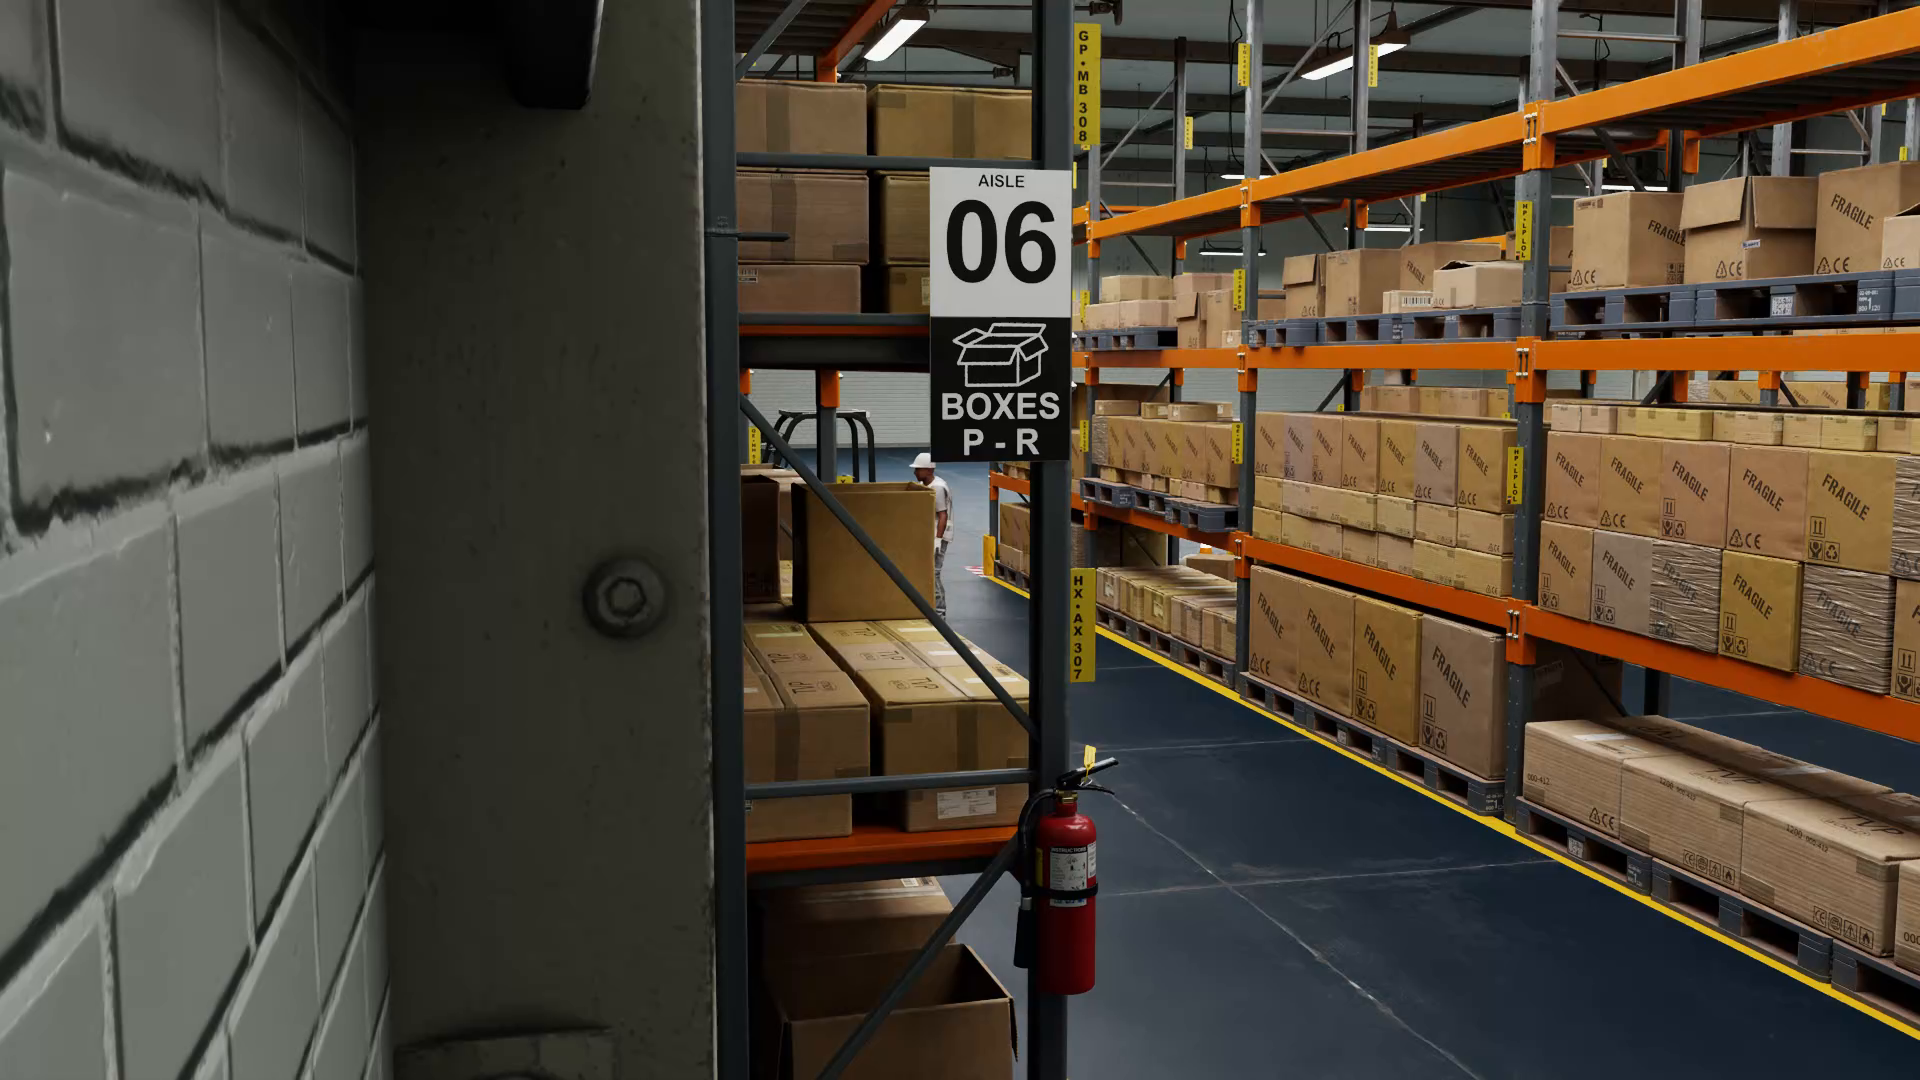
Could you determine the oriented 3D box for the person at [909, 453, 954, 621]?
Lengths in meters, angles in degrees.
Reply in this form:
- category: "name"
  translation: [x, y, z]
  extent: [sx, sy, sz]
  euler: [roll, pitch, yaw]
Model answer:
- category: "person"
  translation: [-0.305, -0.007, 17.055]
  extent: [0.448, 1.773, 0.628]
  euler: [-2, 6, -17]
